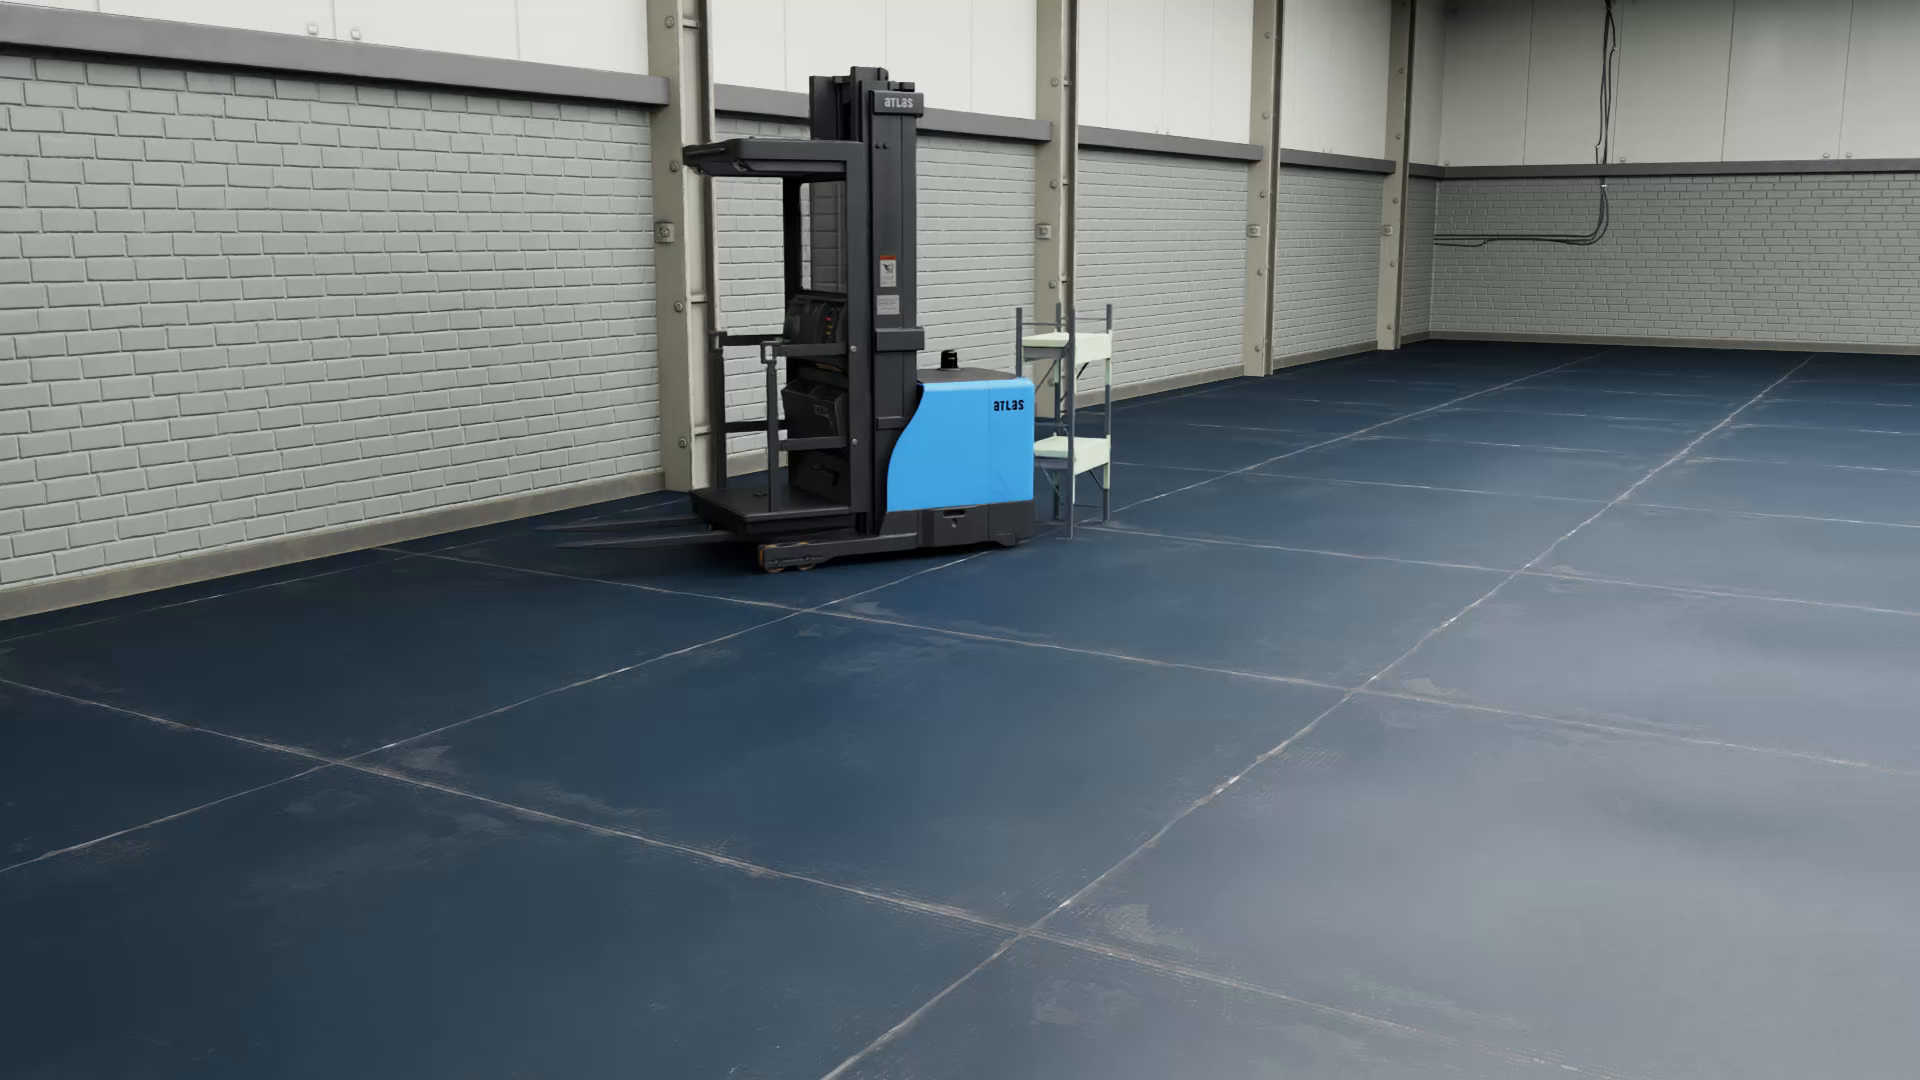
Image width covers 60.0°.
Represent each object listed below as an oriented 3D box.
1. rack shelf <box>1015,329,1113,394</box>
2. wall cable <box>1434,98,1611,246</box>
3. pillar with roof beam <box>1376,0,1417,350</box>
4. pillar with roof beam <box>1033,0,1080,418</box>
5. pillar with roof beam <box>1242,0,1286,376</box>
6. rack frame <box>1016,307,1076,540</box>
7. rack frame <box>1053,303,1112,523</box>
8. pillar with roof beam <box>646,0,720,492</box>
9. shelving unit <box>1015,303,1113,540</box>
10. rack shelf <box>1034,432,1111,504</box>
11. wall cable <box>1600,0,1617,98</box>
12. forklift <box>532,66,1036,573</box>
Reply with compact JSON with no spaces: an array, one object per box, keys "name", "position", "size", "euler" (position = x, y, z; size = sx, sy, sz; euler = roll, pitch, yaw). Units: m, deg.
[{"name":"rack shelf","position":[0.697,-1.196,11.062],"size":[0.431,0.370,0.720],"euler":[5,12,23]},{"name":"wall cable","position":[9.911,-6.476,29.445],"size":[3.097,2.526,0.112],"euler":[6,12,31]},{"name":"pillar with roof beam","position":[10.930,-7.254,25.162],"size":[9.100,9.000,0.400],"euler":[6,12,31]},{"name":"pillar with roof beam","position":[4.700,-5.367,15.081],"size":[9.100,9.000,0.400],"euler":[6,12,31]},{"name":"pillar with roof beam","position":[7.815,-6.310,20.122],"size":[9.100,9.000,0.400],"euler":[6,12,31]},{"name":"rack frame","position":[0.550,-0.751,10.805],"size":[0.400,1.500,0.023],"euler":[5,12,23]},{"name":"rack frame","position":[0.844,-0.874,11.464],"size":[0.400,1.500,0.023],"euler":[5,12,23]},{"name":"pillar with roof beam","position":[1.585,-4.423,10.041],"size":[9.100,9.000,0.400],"euler":[6,12,31]},{"name":"shelving unit","position":[0.697,-0.813,11.134],"size":[0.431,1.500,0.755],"euler":[5,12,23]},{"name":"rack shelf","position":[0.697,-0.492,11.194],"size":[0.431,0.370,0.720],"euler":[5,12,23]},{"name":"wall cable","position":[12.223,-8.700,27.600],"size":[3.097,2.526,0.112],"euler":[6,12,31]},{"name":"forklift","position":[-1.073,-1.357,10.153],"size":[3.031,2.935,1.130],"euler":[-5,12,-26]}]
